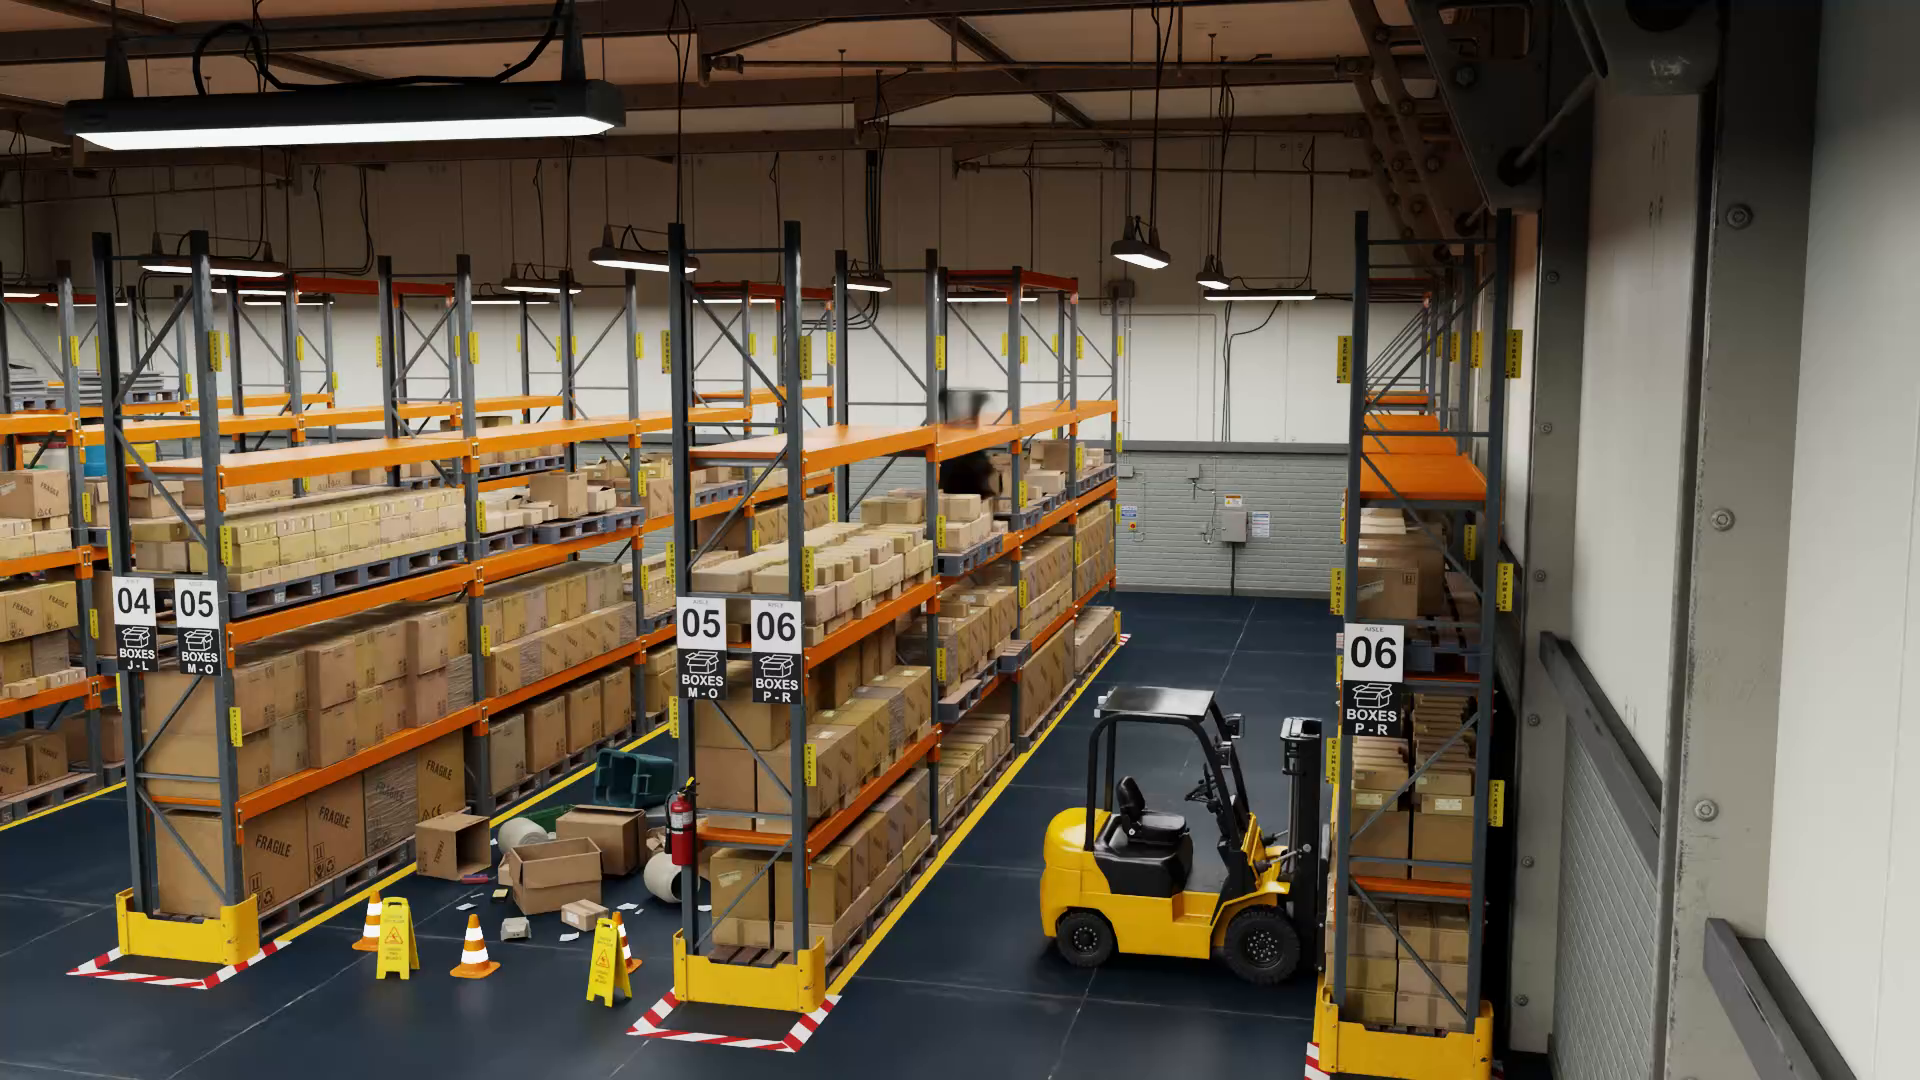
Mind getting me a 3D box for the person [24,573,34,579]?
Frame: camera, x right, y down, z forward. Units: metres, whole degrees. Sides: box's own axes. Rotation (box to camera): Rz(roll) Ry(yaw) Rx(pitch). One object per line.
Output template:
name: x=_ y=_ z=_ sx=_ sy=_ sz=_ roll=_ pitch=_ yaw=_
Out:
person: x=-15.113 y=1.085 z=27.127 sx=0.625 sy=1.588 sz=0.829 roll=-1 pitch=7 yaw=-11
